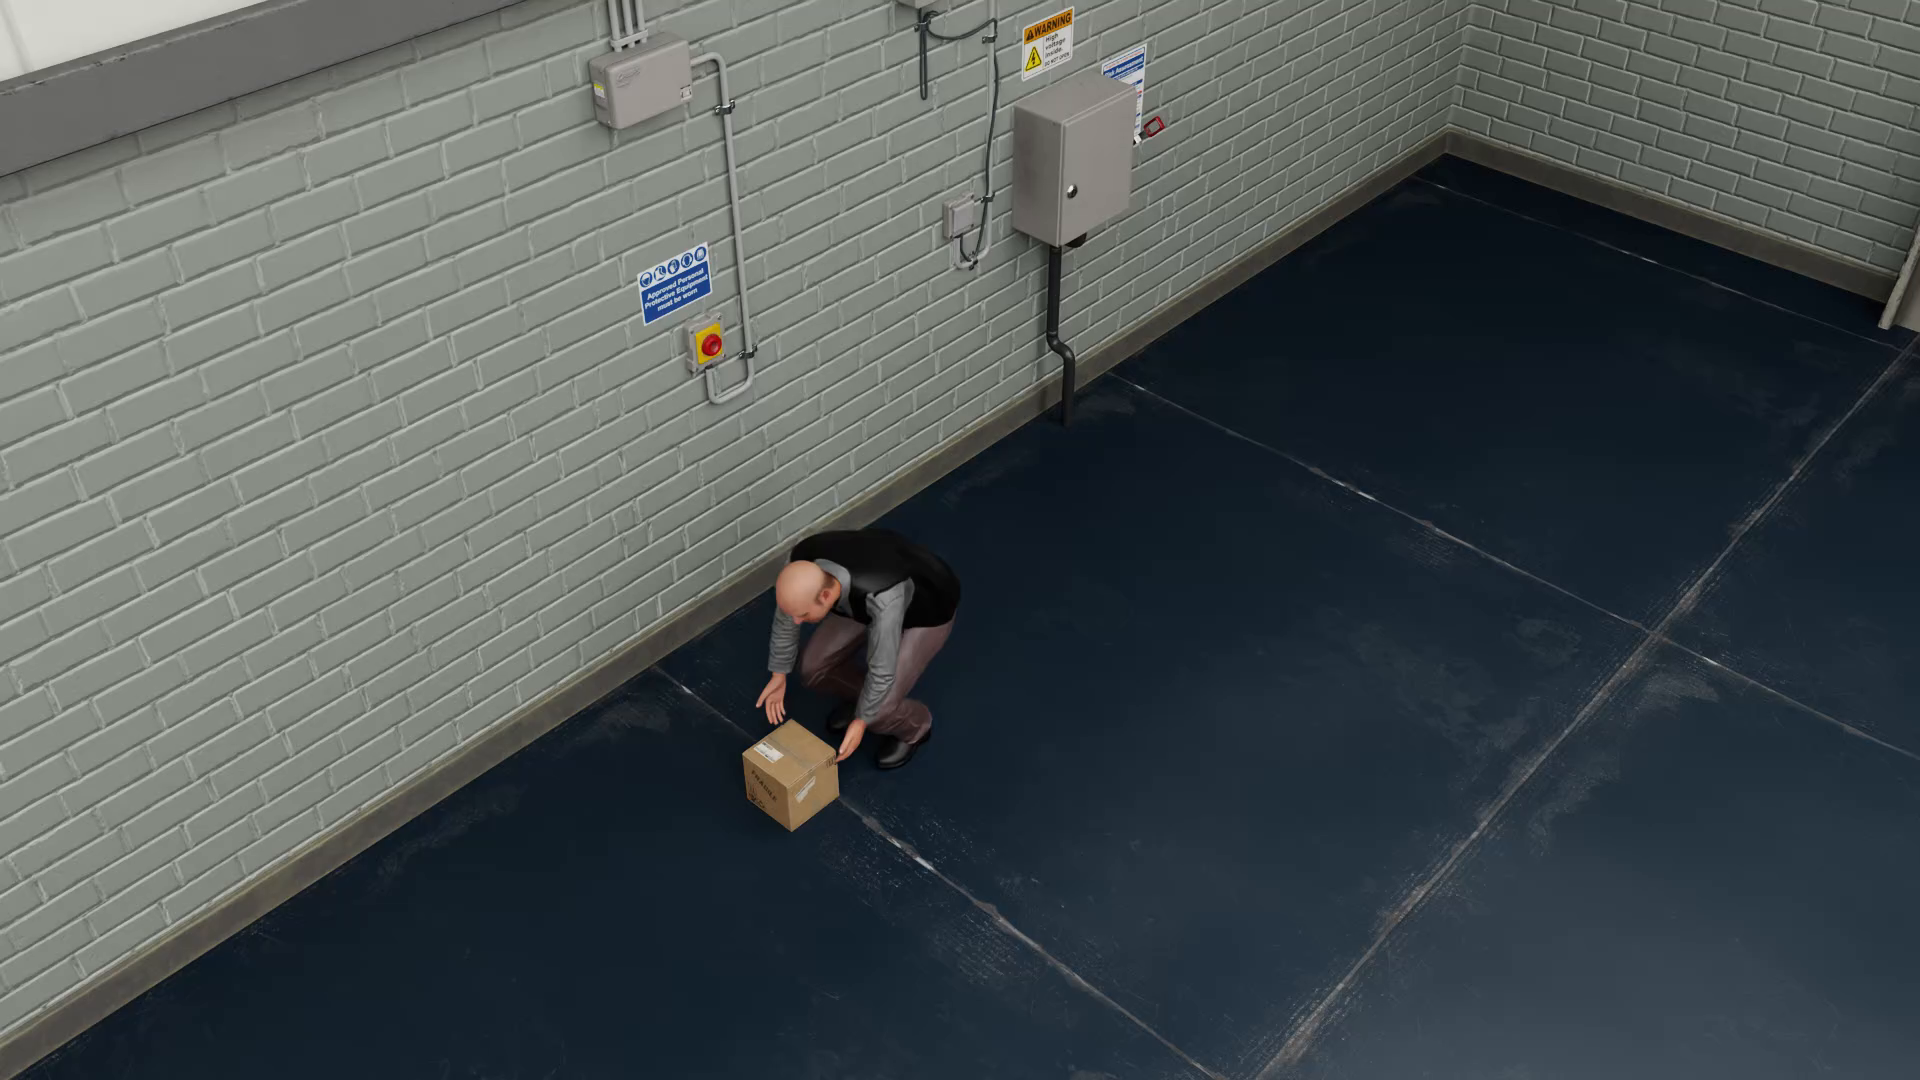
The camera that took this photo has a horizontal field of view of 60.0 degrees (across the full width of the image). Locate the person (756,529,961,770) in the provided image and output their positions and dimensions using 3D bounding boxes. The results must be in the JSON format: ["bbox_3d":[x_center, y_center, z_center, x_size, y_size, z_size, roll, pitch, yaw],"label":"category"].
[{"bbox_3d":[-0.344,0.380,6.179,0.568,1.129,0.823,30,48,32],"label":"person"}]
